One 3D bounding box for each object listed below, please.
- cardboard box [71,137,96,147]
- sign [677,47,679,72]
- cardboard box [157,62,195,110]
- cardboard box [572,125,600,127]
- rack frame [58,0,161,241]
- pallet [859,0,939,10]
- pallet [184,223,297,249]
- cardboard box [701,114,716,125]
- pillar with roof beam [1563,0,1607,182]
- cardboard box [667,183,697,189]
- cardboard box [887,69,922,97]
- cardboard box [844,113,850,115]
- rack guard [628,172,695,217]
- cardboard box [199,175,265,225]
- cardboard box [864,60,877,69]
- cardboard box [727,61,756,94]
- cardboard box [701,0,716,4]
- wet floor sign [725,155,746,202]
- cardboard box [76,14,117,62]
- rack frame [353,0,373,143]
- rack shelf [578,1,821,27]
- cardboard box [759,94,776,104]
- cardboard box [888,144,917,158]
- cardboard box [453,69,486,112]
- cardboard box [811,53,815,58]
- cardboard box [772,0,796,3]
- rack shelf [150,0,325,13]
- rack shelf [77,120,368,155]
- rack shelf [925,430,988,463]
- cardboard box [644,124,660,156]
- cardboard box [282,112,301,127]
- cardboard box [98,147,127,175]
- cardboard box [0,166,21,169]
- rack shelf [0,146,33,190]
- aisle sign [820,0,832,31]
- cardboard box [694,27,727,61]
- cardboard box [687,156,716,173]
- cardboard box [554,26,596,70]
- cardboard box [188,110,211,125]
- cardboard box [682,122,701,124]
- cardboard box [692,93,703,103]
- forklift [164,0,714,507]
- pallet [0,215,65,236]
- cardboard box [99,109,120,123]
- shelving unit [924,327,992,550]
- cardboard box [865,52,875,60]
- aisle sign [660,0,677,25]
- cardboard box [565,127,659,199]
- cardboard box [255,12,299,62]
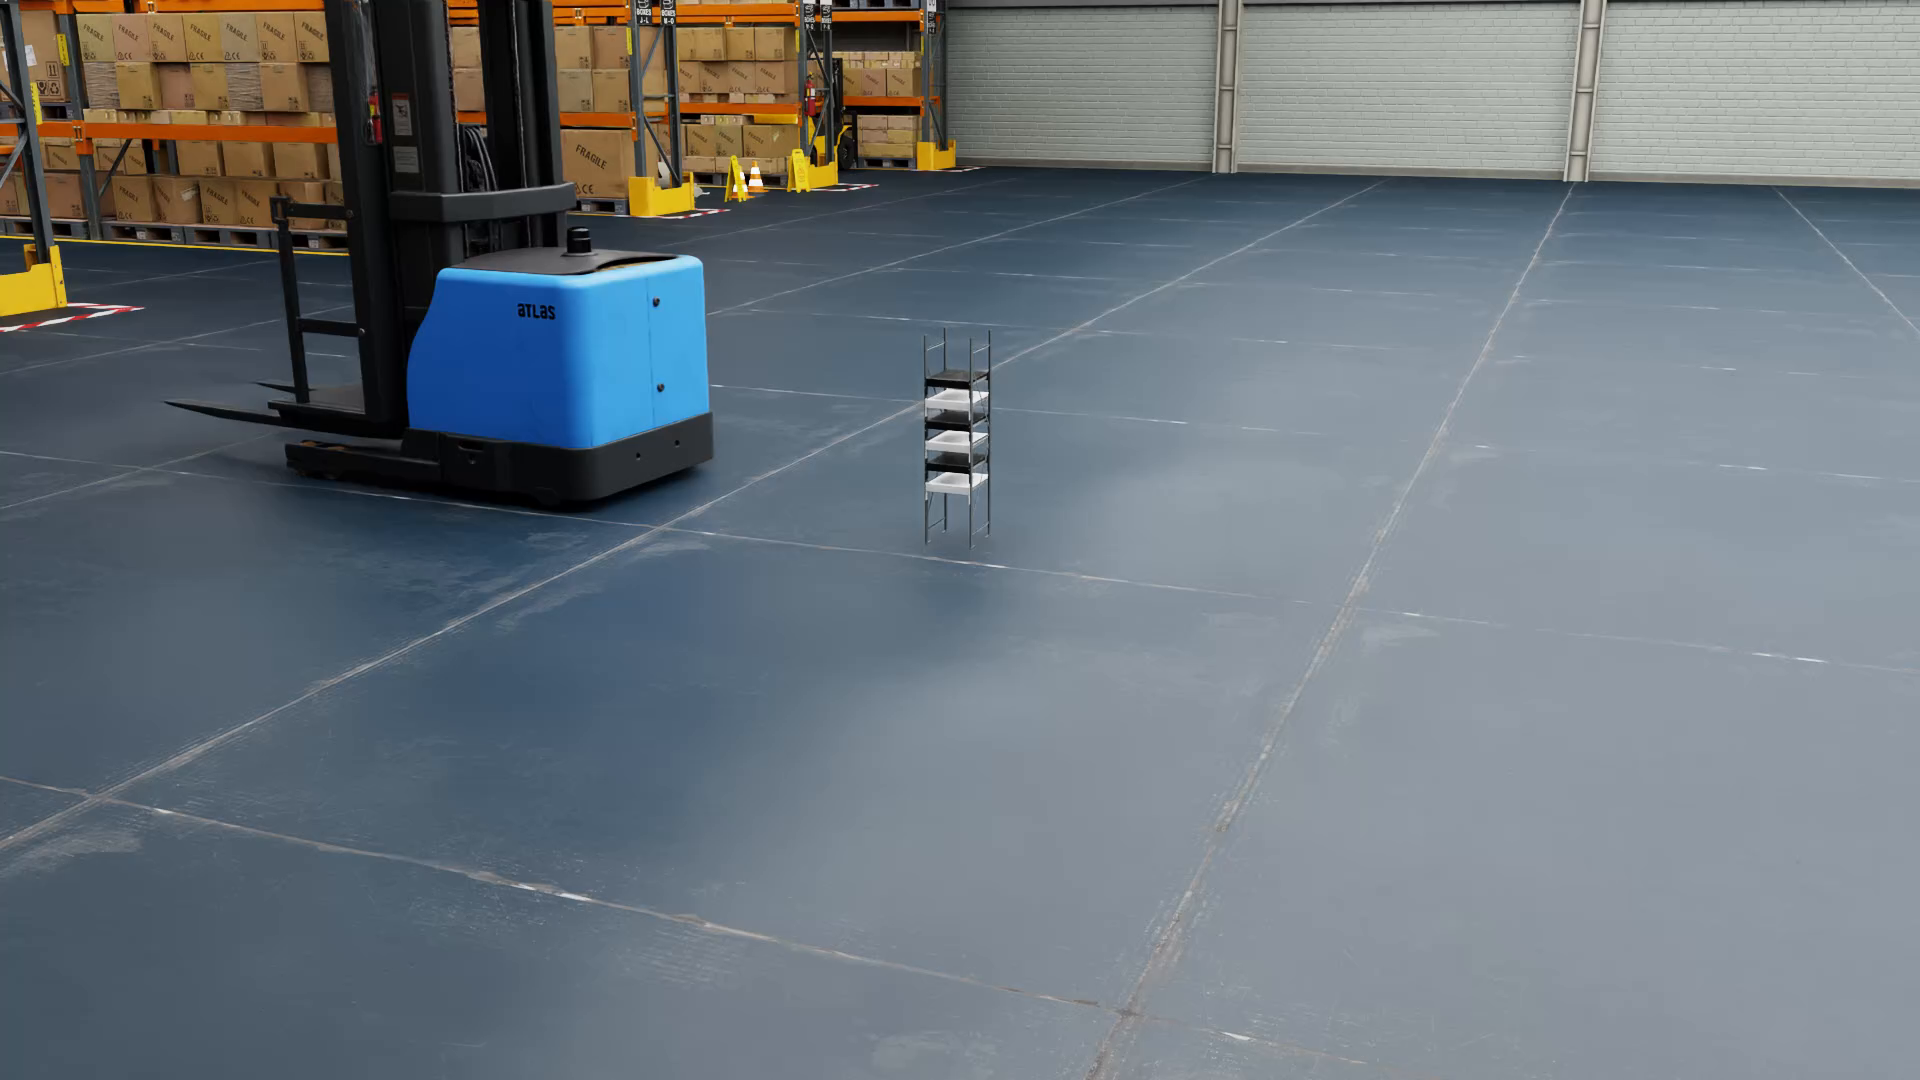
[{"bbox_3d":[-13.122,-6.122,25.266,0.500,0.250,0.500,7,17,22],"label":"cardboard box"},{"bbox_3d":[-3.797,-6.432,22.255,0.005,0.325,0.100,6,17,21],"label":"sign"},{"bbox_3d":[-8.291,-5.012,18.344,0.500,0.500,0.875,6,17,21],"label":"cardboard box"},{"bbox_3d":[-7.333,-8.229,33.646,0.625,0.625,0.875,7,18,22],"label":"cardboard box"},{"bbox_3d":[-9.641,-4.968,18.907,0.127,3.000,1.000,6,17,21],"label":"rack frame"},{"bbox_3d":[-1.115,-9.894,30.653,1.213,0.211,1.003,6,17,21],"label":"pallet"},{"bbox_3d":[-7.865,-3.445,18.663,1.213,0.211,1.003,6,17,21],"label":"pallet"},{"bbox_3d":[-3.968,-6.771,26.786,0.250,0.149,0.380,7,18,23],"label":"cardboard box"},{"bbox_3d":[8.800,-9.259,22.927,0.400,9.000,9.100,6,17,21],"label":"pillar with roof beam"},{"bbox_3d":[-4.244,-5.370,25.406,0.380,0.149,0.250,-12,20,-37],"label":"cardboard box"},{"bbox_3d":[-1.021,-8.447,30.712,0.500,0.500,0.500,6,17,19],"label":"cardboard box"},{"bbox_3d":[-2.246,-8.035,31.856,0.500,0.250,0.500,6,17,20],"label":"cardboard box"},{"bbox_3d":[-3.984,-4.632,22.233,0.348,0.500,1.175,6,17,21],"label":"rack guard"},{"bbox_3d":[-8.142,-3.819,18.677,0.500,0.500,0.500,5,17,16],"label":"cardboard box"},{"bbox_3d":[-1.586,-8.829,30.862,0.250,0.149,0.380,6,17,20],"label":"cardboard box"},{"bbox_3d":[-3.354,-7.357,26.421,0.500,0.500,0.500,6,17,21],"label":"cardboard box"},{"bbox_3d":[-3.900,-8.551,26.320,0.250,0.149,0.380,6,17,19],"label":"cardboard box"},{"bbox_3d":[-3.253,-5.215,23.980,0.232,0.644,0.267,3,17,11],"label":"wet floor sign"},{"bbox_3d":[-9.316,-5.527,18.327,0.500,0.500,0.500,6,17,21],"label":"cardboard box"},{"bbox_3d":[-5.920,-4.559,17.498,0.127,3.000,1.000,6,17,21],"label":"rack frame"},{"bbox_3d":[-4.145,-8.429,26.738,4.000,0.370,1.077,6,17,21],"label":"rack shelf"},{"bbox_3d":[-2.987,-6.989,26.317,0.250,0.149,0.380,6,17,20],"label":"cardboard box"},{"bbox_3d":[-1.019,-7.264,30.995,0.500,0.250,0.500,6,17,21],"label":"cardboard box"},{"bbox_3d":[-6.401,-6.146,22.694,0.550,0.550,0.875,6,17,21],"label":"cardboard box"},{"bbox_3d":[-2.772,-9.108,31.290,0.250,0.149,0.380,6,17,20],"label":"cardboard box"},{"bbox_3d":[-2.719,-8.413,25.844,0.250,0.149,0.380,6,17,21],"label":"cardboard box"},{"bbox_3d":[-9.588,-7.544,23.690,4.000,0.370,1.077,6,17,21],"label":"rack shelf"},{"bbox_3d":[-7.781,-4.418,18.303,4.000,0.370,1.077,6,17,21],"label":"rack shelf"},{"bbox_3d":[-0.008,-0.401,7.060,0.200,0.077,0.258,6,17,21],"label":"rack shelf"},{"bbox_3d":[-5.053,-6.598,27.354,0.500,0.500,0.500,7,18,23],"label":"cardboard box"},{"bbox_3d":[-6.972,-4.482,17.682,0.250,0.149,0.380,6,17,21],"label":"cardboard box"},{"bbox_3d":[-12.638,-5.708,25.187,0.500,0.500,0.500,7,18,23],"label":"cardboard box"},{"bbox_3d":[-11.681,-4.215,20.008,0.500,0.500,0.700,8,18,25],"label":"cardboard box"},{"bbox_3d":[-9.598,-3.134,13.878,4.000,0.370,1.077,6,17,21],"label":"rack shelf"},{"bbox_3d":[-2.113,-8.452,26.244,0.004,0.787,0.394,6,17,21],"label":"aisle sign"},{"bbox_3d":[-3.820,-7.875,26.414,0.500,0.500,0.700,6,17,20],"label":"cardboard box"},{"bbox_3d":[-4.103,-6.131,27.090,0.500,0.250,0.500,6,17,19],"label":"cardboard box"},{"bbox_3d":[-4.883,-6.506,21.999,0.550,0.550,0.875,6,17,21],"label":"cardboard box"},{"bbox_3d":[-8.151,-4.598,18.081,0.250,0.149,0.380,6,17,21],"label":"cardboard box"},{"bbox_3d":[-4.408,-6.685,27.656,0.500,0.500,0.500,7,18,24],"label":"cardboard box"},{"bbox_3d":[-4.125,-7.153,26.883,0.250,0.149,0.380,6,17,21],"label":"cardboard box"},{"bbox_3d":[-2.782,-1.828,8.212,3.031,2.935,1.130,8,18,26],"label":"forklift"},{"bbox_3d":[-11.505,-3.833,19.998,1.213,0.211,1.003,6,17,21],"label":"pallet"},{"bbox_3d":[-9.324,-4.719,18.498,0.250,0.149,0.380,6,17,21],"label":"cardboard box"},{"bbox_3d":[-0.008,-0.433,7.051,0.210,0.900,0.258,6,17,21],"label":"shelving unit"},{"bbox_3d":[-1.575,-8.983,30.860,0.250,0.149,0.380,6,17,21],"label":"cardboard box"},{"bbox_3d":[-3.830,-7.154,21.774,0.004,0.787,0.394,6,17,21],"label":"aisle sign"},{"bbox_3d":[-4.662,-5.069,22.311,0.875,0.875,0.875,6,17,21],"label":"cardboard box"},{"bbox_3d":[-6.990,-5.272,17.447,0.500,0.500,0.500,6,17,21],"label":"cardboard box"}]
